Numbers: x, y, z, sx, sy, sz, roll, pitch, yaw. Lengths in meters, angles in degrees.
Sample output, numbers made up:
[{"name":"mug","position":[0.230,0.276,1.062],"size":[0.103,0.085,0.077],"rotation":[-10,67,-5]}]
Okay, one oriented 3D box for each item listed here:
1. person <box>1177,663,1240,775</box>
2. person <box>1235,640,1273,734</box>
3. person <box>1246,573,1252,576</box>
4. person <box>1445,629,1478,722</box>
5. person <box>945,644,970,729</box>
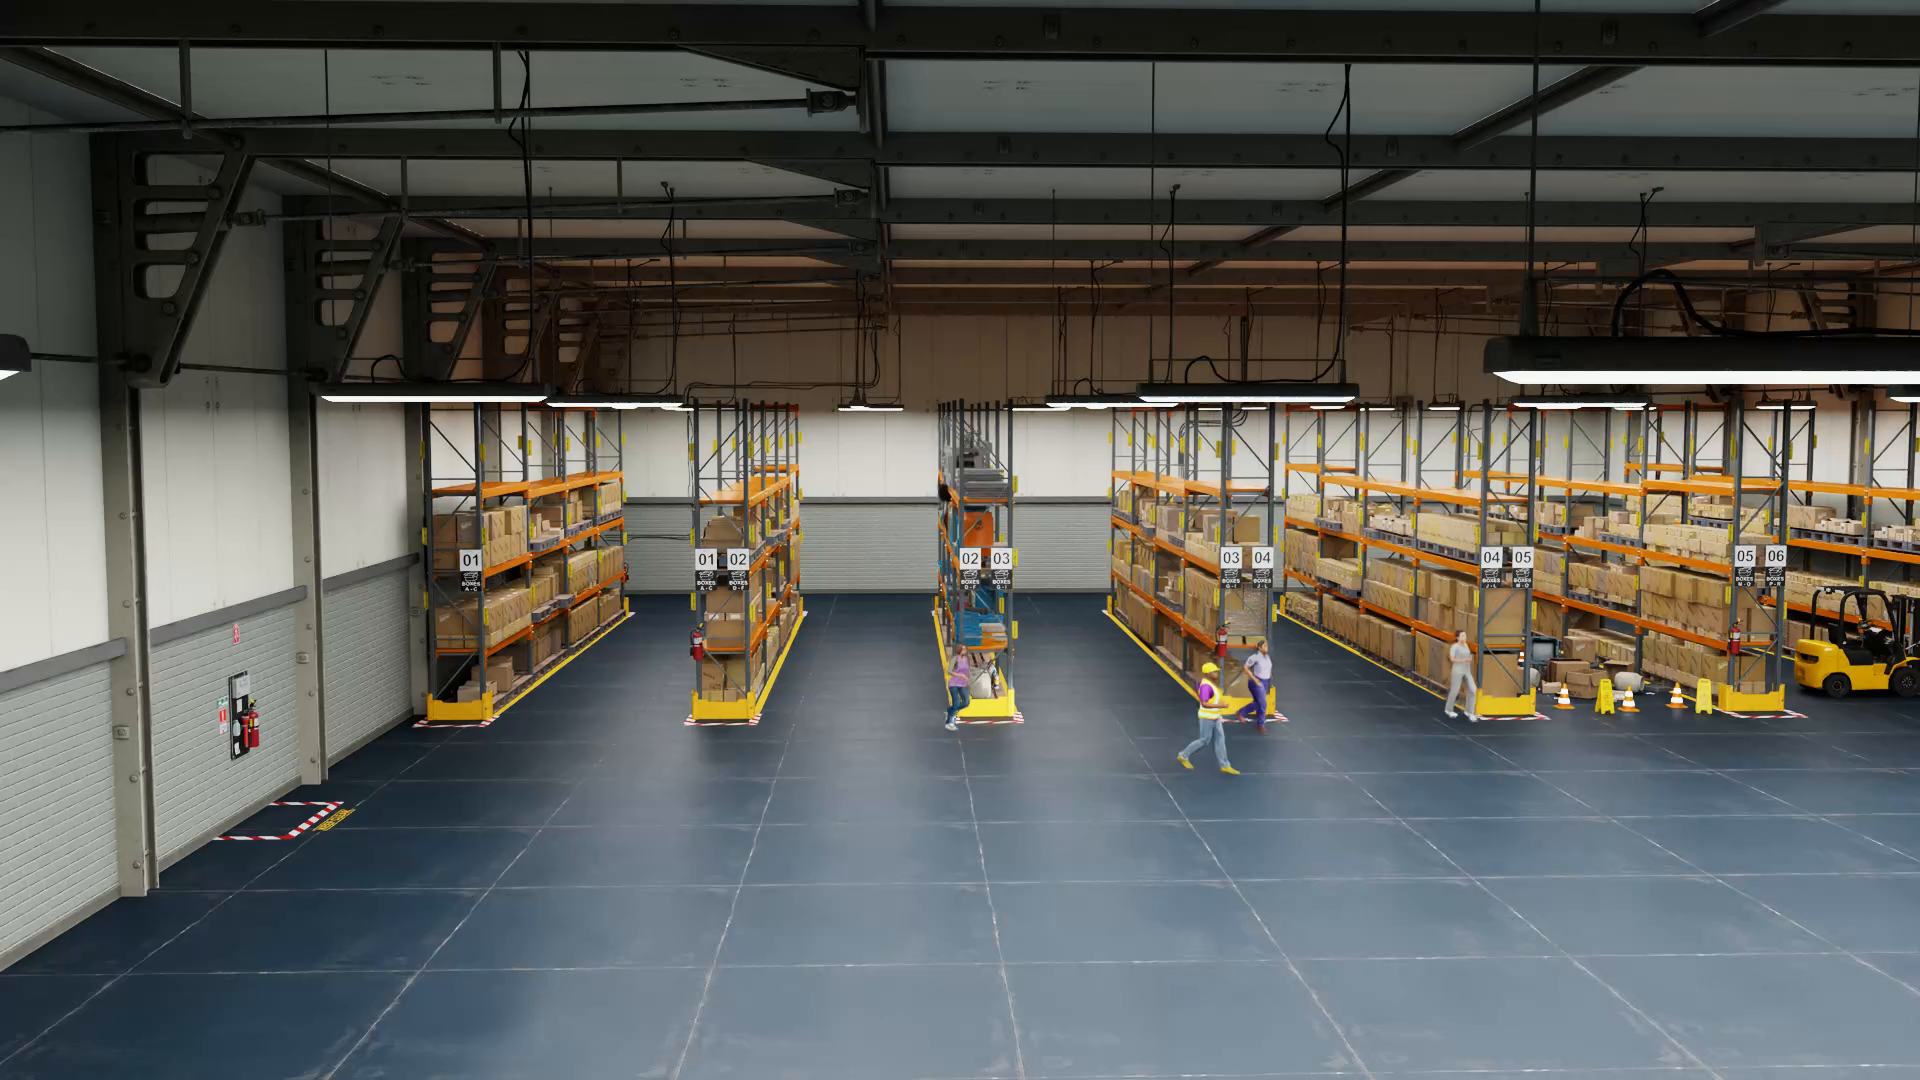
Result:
[{"name":"person","position":[3.931,2.819,26.283],"size":[0.988,1.766,0.699],"rotation":[2,5,23]},{"name":"person","position":[5.351,2.635,30.073],"size":[0.791,1.673,0.613],"rotation":[4,6,42]},{"name":"person","position":[8.029,1.254,47.641],"size":[0.709,1.706,0.563],"rotation":[3,5,32]},{"name":"person","position":[9.369,2.524,31.097],"size":[0.580,1.719,0.712],"rotation":[-2,5,-26]},{"name":"person","position":[0.016,2.703,30.216],"size":[0.552,1.458,0.555],"rotation":[-4,6,-43]}]
